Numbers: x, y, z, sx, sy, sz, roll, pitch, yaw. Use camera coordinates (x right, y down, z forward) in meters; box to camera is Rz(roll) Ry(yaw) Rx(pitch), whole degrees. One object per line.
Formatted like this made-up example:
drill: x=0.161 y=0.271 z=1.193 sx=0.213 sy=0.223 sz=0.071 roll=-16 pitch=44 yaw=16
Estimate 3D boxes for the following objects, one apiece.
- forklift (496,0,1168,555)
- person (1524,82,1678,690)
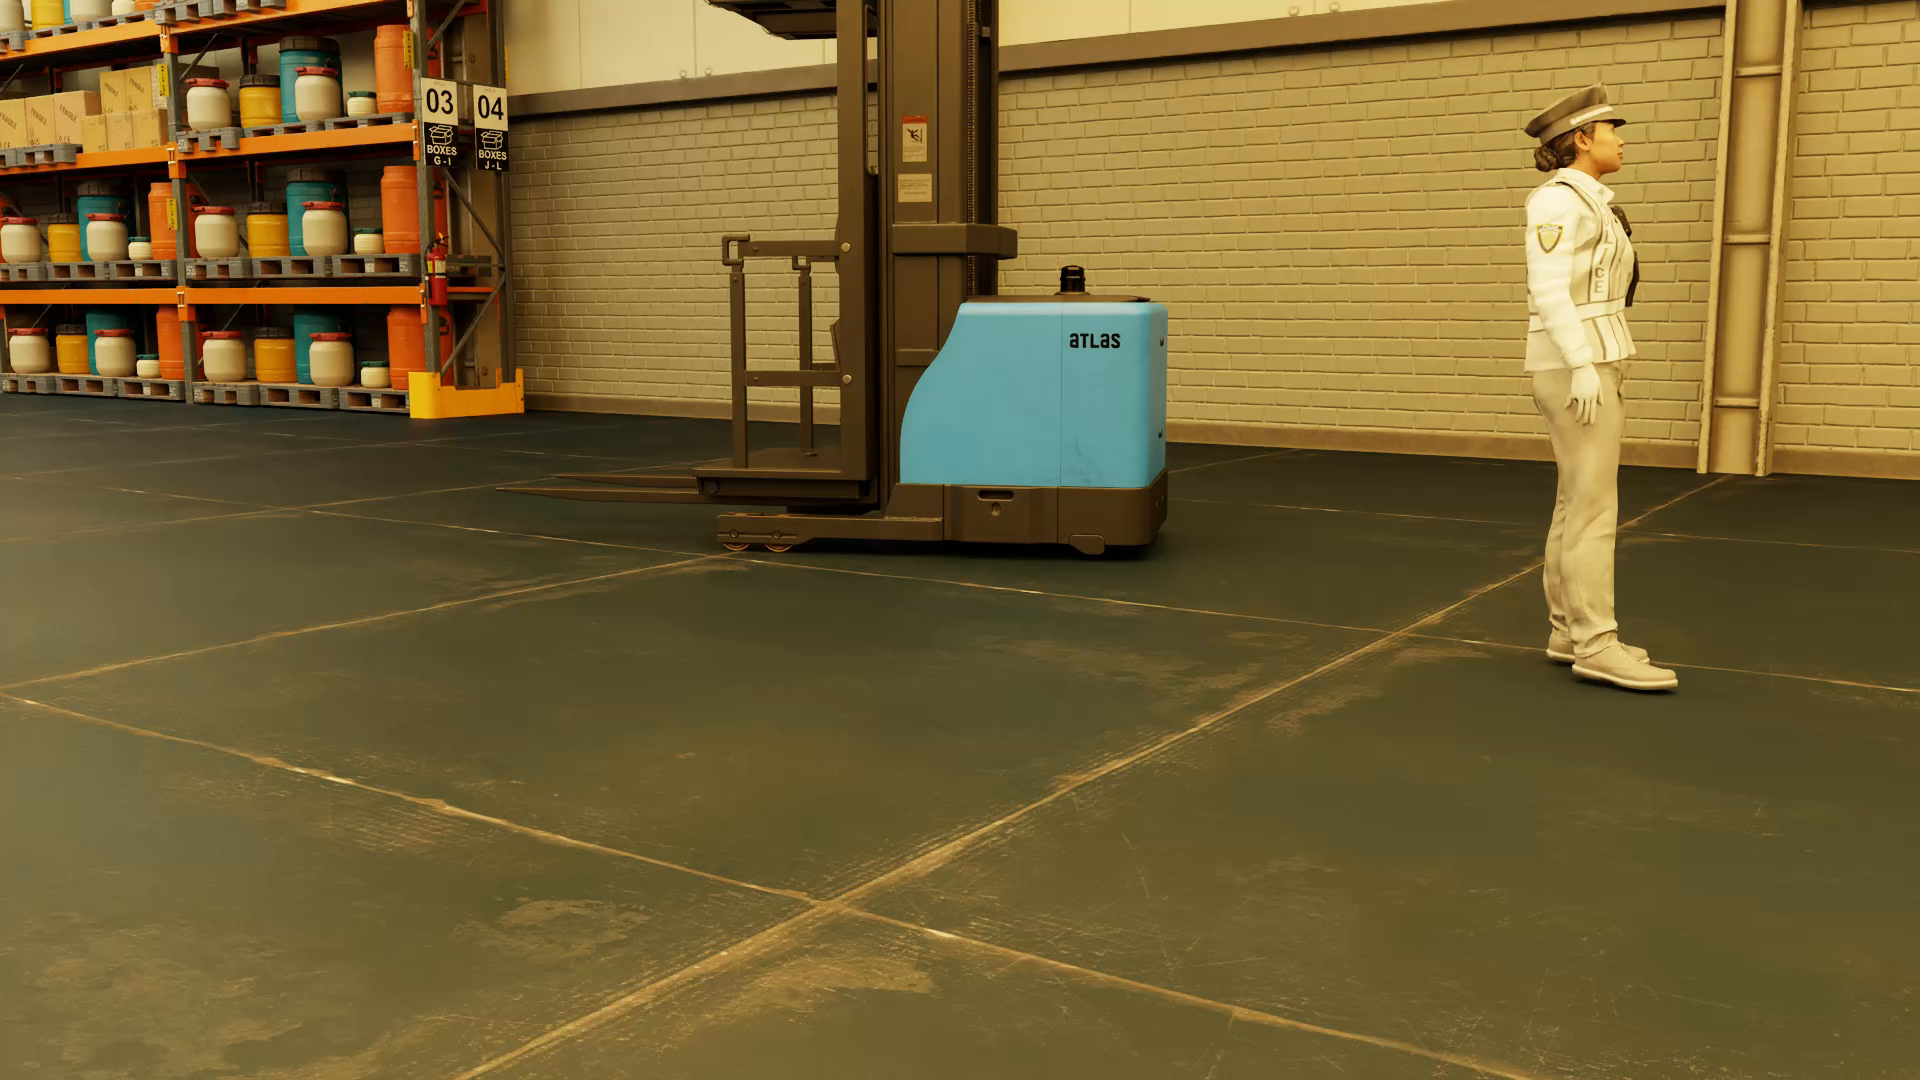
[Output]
forklift: x=-0.596 y=-1.469 z=7.520 sx=3.031 sy=2.935 sz=1.130 roll=2 pitch=8 yaw=12
person: x=1.873 y=-0.468 z=4.823 sx=0.534 sy=1.696 sz=0.587 roll=5 pitch=9 yaw=30
